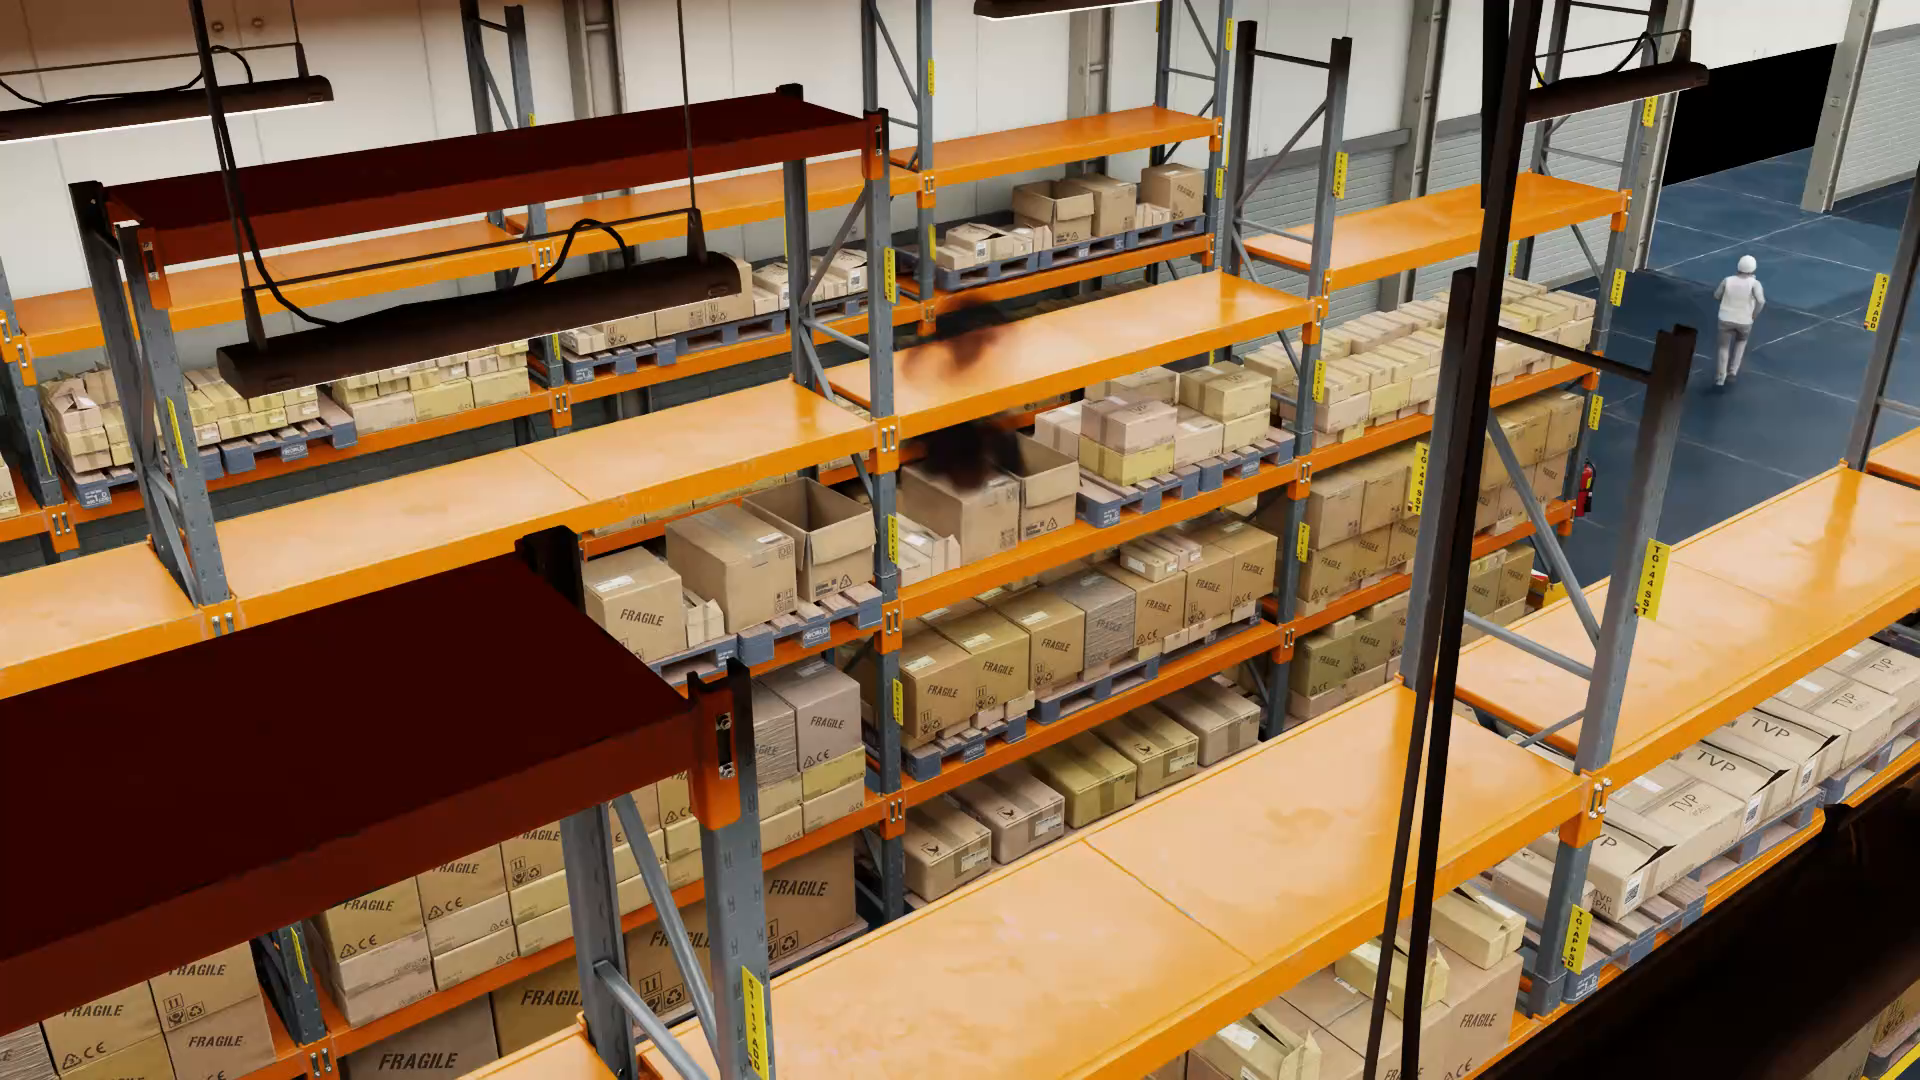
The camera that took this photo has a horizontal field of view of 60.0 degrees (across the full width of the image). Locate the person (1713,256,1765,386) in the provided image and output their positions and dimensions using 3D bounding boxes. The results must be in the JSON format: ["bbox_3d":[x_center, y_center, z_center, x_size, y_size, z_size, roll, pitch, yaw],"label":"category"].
[{"bbox_3d":[10.224,-2.854,21.975,0.627,1.820,0.795,12,29,23],"label":"person"}]
